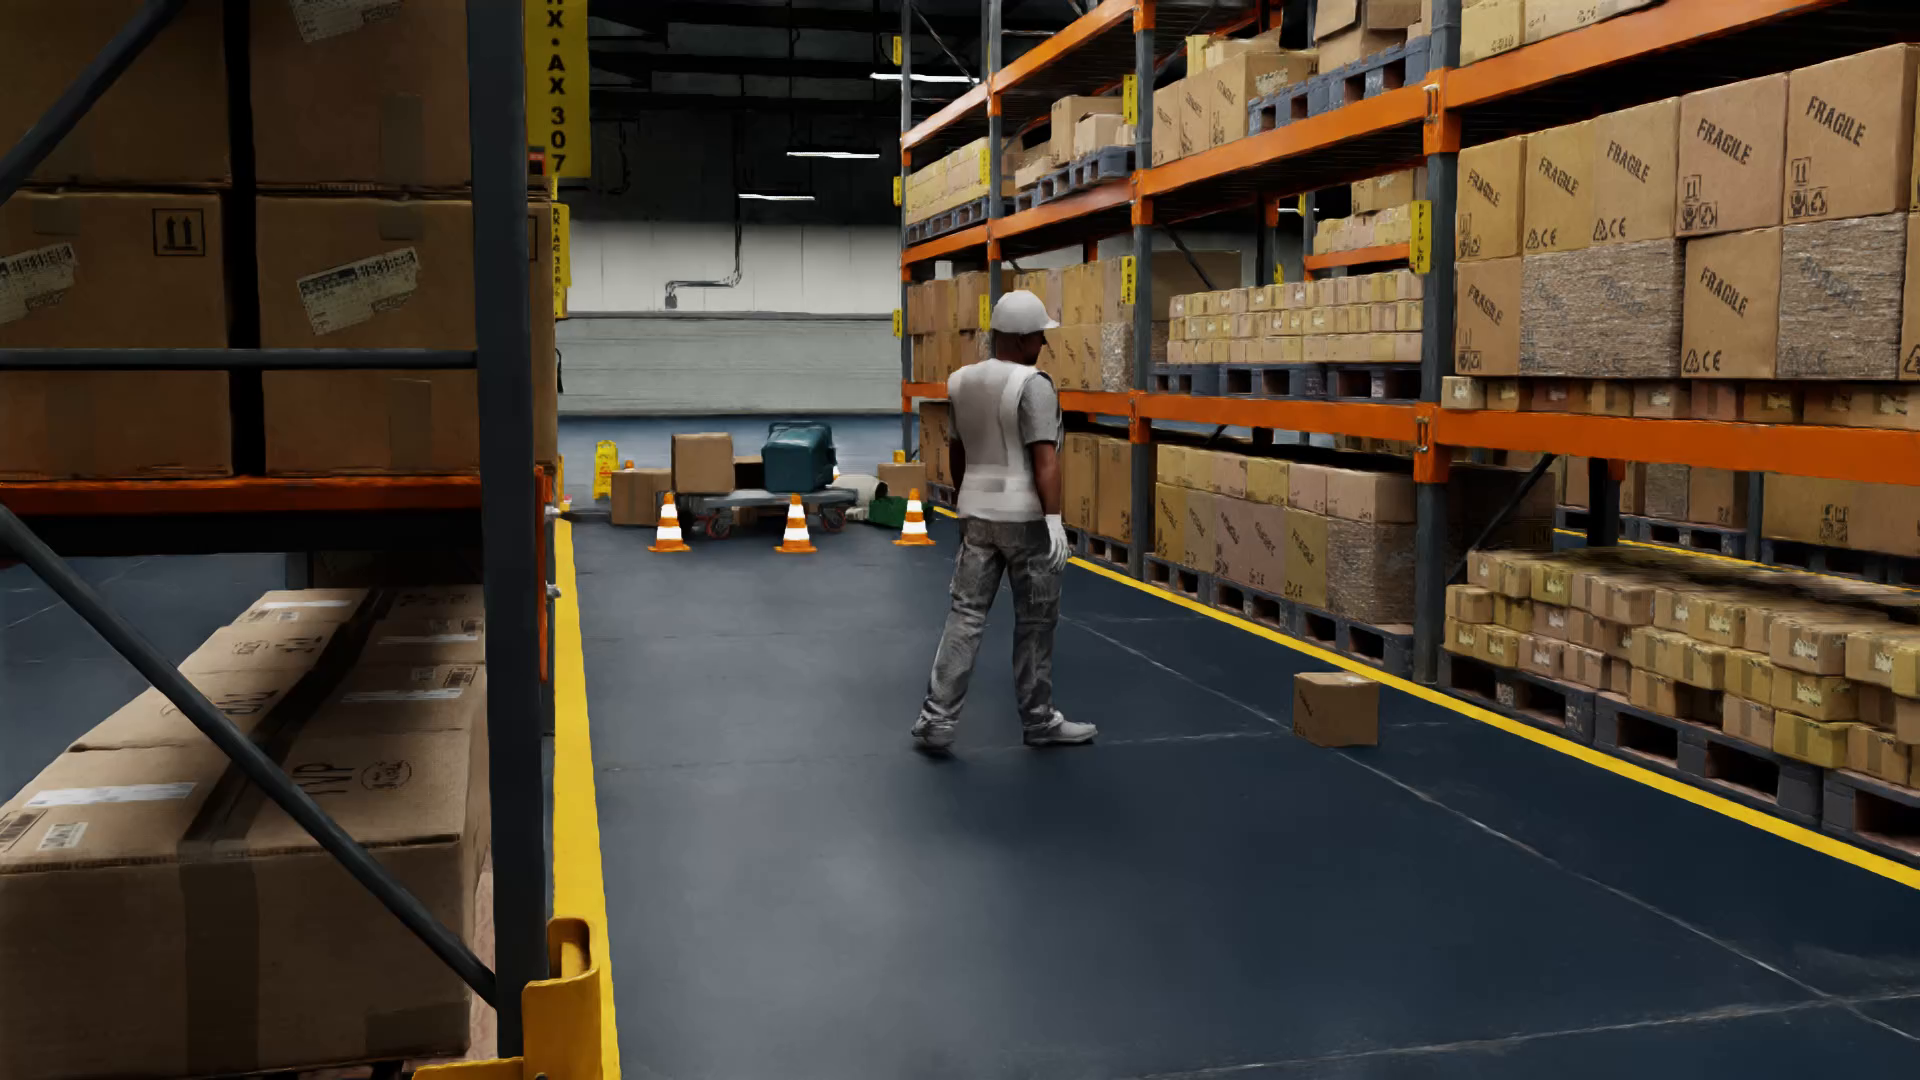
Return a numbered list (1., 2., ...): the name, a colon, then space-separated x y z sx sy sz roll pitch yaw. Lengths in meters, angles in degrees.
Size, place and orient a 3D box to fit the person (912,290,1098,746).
1. person: 0.200 -0.070 6.451 0.706 1.781 0.659 5 8 42
